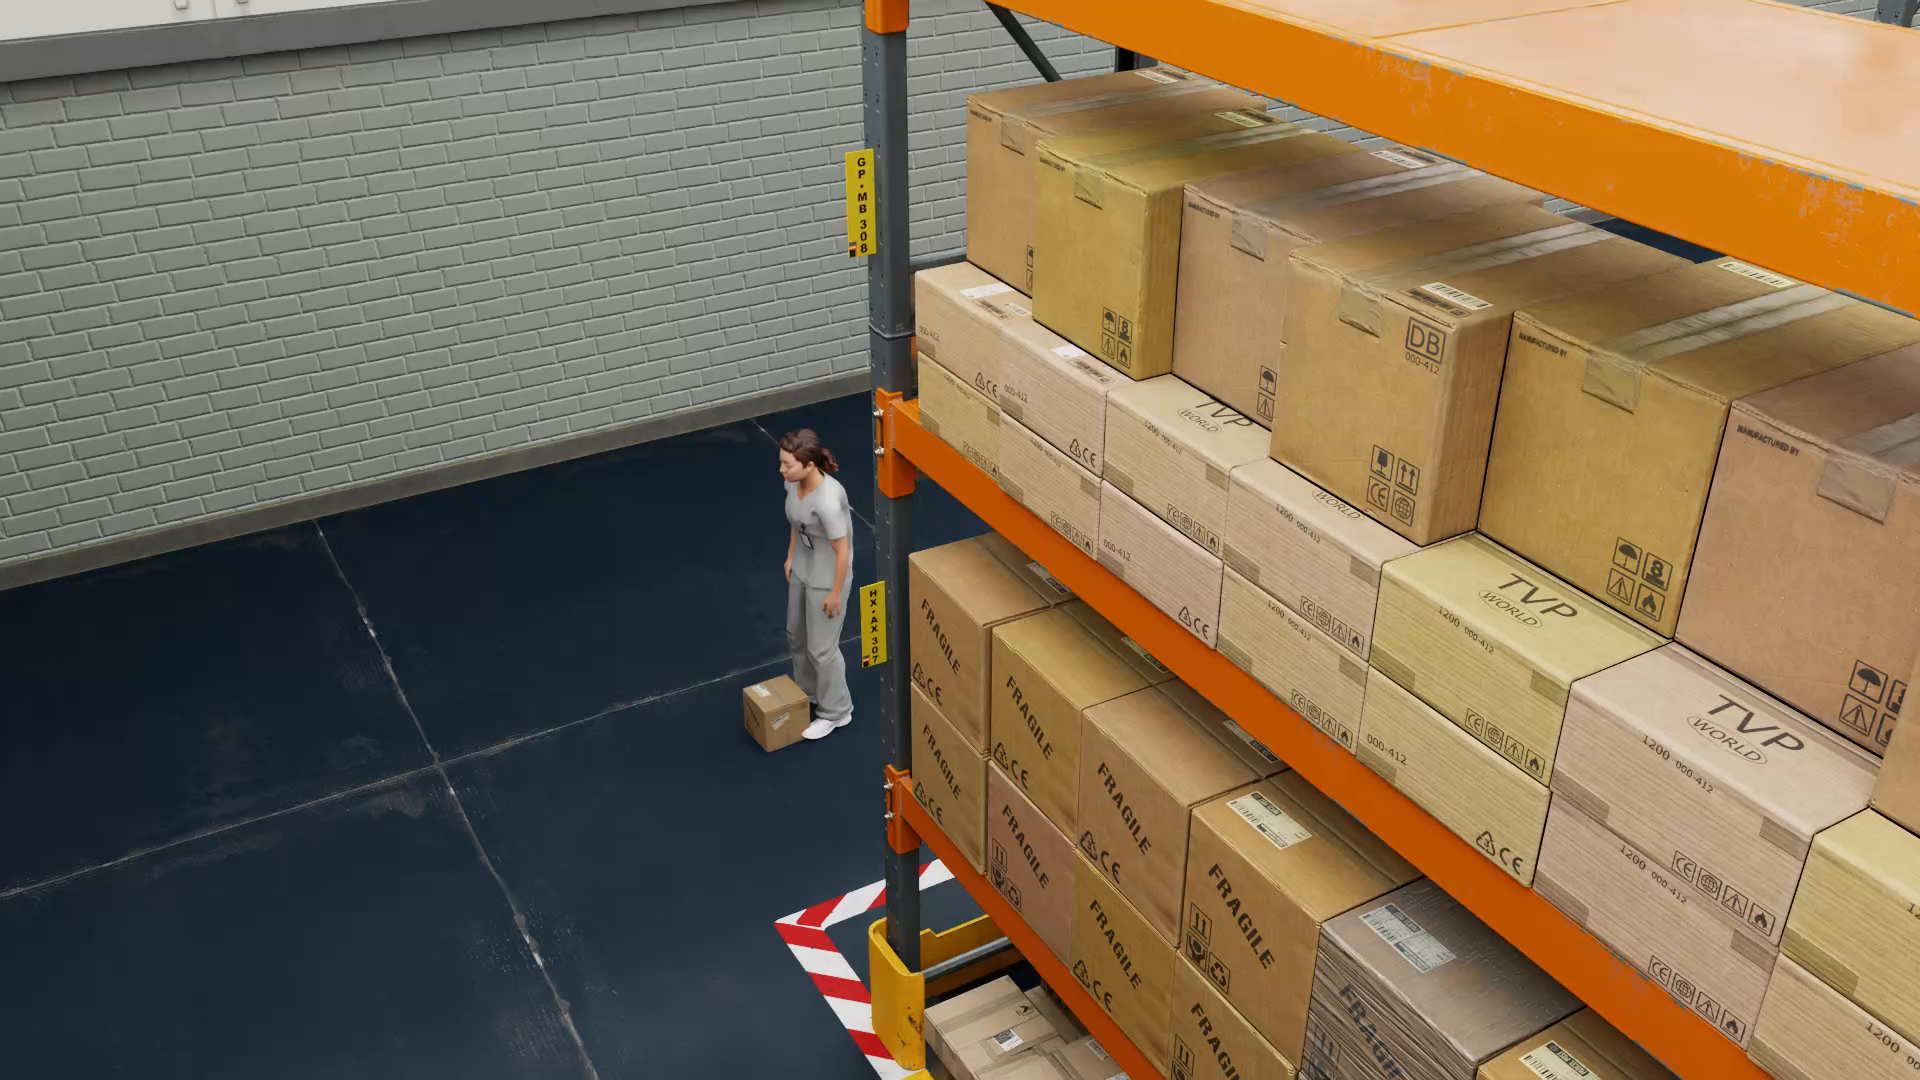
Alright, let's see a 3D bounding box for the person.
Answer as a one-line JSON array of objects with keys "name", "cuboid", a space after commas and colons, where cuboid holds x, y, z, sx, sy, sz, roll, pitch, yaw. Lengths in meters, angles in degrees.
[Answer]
[{"name": "person", "cuboid": [-0.721, 0.191, 8.217, 0.362, 1.671, 0.499, -18, 34, -28]}]
